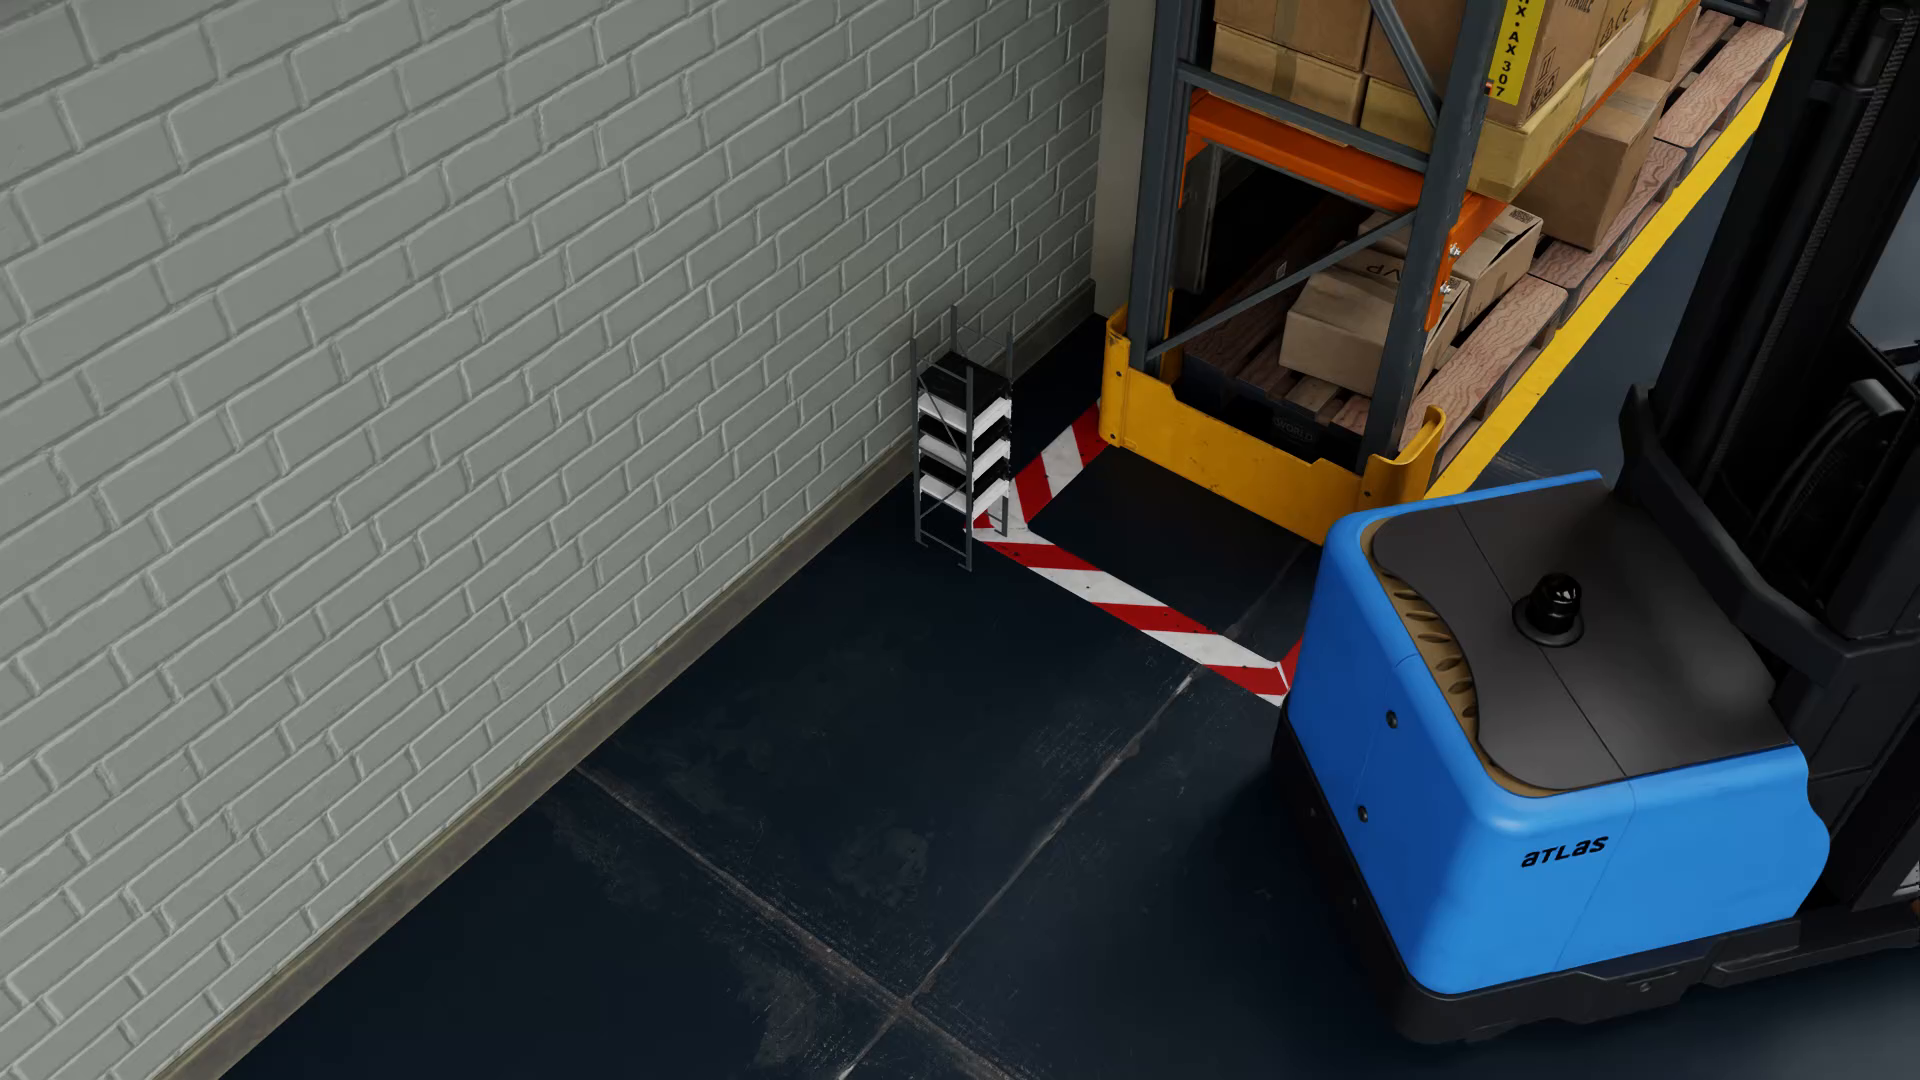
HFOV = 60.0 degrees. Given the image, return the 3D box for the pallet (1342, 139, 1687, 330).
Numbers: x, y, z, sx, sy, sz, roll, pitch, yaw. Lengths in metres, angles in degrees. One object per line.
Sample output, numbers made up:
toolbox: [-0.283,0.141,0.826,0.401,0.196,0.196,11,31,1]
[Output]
pallet: [2.321,-1.449,6.989,1.003,0.211,1.213,29,53,25]

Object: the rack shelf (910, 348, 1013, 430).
rack shelf: [0.005,-0.479,5.258,0.258,0.077,0.200,29,53,25]

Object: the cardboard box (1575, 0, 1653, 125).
cardboard box: [1.859,-1.622,5.315,0.500,0.250,0.500,28,52,24]

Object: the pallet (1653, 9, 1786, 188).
pallet: [3.066,-2.151,7.658,1.003,0.211,1.213,29,53,25]

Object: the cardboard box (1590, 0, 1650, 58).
cardboard box: [1.843,-1.858,5.021,0.500,0.500,0.500,29,53,25]

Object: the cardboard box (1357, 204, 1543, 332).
cardboard box: [1.846,-1.130,6.311,0.500,0.311,0.500,34,55,28]

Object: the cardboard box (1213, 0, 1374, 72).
cardboard box: [1.123,-1.803,4.969,0.500,0.500,0.500,29,53,25]

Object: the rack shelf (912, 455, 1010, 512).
rack shelf: [0.005,-0.230,5.518,0.258,0.077,0.200,29,53,25]

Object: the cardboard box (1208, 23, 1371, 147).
cardboard box: [1.136,-1.533,5.230,0.500,0.250,0.500,30,53,25]

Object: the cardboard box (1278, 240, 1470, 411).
cardboard box: [1.498,-0.804,5.999,0.500,0.311,0.500,24,51,21]

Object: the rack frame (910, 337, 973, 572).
rack frame: [-0.057,-0.257,5.373,0.240,0.900,0.006,29,53,25]

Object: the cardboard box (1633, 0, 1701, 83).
cardboard box: [2.846,-2.191,7.193,0.500,0.500,0.500,25,51,22]

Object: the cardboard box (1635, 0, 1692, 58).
cardboard box: [2.175,-1.911,5.591,0.500,0.250,0.500,28,53,24]

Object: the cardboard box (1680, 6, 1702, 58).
cardboard box: [3.146,-2.368,7.592,0.380,0.166,0.250,23,50,20]

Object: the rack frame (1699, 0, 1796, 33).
rack frame: [3.449,-3.514,7.032,1.000,3.000,0.127,29,53,25]

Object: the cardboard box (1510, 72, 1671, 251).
cardboard box: [2.334,-1.593,6.622,0.700,0.500,0.500,26,52,23]

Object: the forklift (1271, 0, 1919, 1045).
forklift: [2.511,-0.242,3.954,3.031,2.935,1.130,-10,47,-9]

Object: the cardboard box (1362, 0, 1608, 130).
cardboard box: [1.533,-1.579,4.755,0.500,0.500,0.500,29,53,25]

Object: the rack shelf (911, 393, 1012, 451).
rack shelf: [0.005,-0.417,5.323,0.258,0.077,0.200,29,53,25]

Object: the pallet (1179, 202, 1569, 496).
pallet: [1.575,-0.754,6.325,1.003,0.211,1.213,29,53,25]

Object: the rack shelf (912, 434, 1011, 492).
rack shelf: [0.005,-0.292,5.453,0.258,0.077,0.200,29,53,25]

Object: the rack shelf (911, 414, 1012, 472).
rack shelf: [0.005,-0.355,5.388,0.258,0.077,0.200,29,53,25]

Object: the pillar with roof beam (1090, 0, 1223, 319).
pillar with roof beam: [4.154,-2.177,1.606,9.100,9.000,0.400,29,53,25]

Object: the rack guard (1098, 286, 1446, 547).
rack guard: [1.050,-0.405,5.791,1.175,0.500,0.348,29,53,25]

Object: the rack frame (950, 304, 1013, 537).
rack frame: [0.067,-0.374,5.484,0.240,0.900,0.006,29,53,25]

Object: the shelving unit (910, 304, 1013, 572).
shelving unit: [0.005,-0.315,5.429,0.258,0.900,0.210,29,53,25]

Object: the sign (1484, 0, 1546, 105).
sign: [1.433,-1.284,4.304,0.100,0.325,0.005,29,53,25]

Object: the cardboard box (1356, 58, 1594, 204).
cardboard box: [1.553,-1.319,5.025,0.500,0.250,0.500,28,52,24]

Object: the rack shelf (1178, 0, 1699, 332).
rack shelf: [2.226,-2.121,6.199,1.077,0.370,4.000,29,53,25]

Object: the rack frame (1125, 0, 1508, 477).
rack frame: [1.003,-1.225,4.846,1.000,3.000,0.127,29,53,25]

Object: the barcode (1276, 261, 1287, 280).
barcode: [1.192,-0.994,6.174,0.001,0.075,0.075,29,53,25]

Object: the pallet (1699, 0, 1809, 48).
pallet: [3.924,-2.997,8.467,1.003,0.211,1.213,29,53,25]

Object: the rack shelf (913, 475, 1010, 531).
rack shelf: [0.005,-0.168,5.583,0.258,0.077,0.200,29,53,25]
